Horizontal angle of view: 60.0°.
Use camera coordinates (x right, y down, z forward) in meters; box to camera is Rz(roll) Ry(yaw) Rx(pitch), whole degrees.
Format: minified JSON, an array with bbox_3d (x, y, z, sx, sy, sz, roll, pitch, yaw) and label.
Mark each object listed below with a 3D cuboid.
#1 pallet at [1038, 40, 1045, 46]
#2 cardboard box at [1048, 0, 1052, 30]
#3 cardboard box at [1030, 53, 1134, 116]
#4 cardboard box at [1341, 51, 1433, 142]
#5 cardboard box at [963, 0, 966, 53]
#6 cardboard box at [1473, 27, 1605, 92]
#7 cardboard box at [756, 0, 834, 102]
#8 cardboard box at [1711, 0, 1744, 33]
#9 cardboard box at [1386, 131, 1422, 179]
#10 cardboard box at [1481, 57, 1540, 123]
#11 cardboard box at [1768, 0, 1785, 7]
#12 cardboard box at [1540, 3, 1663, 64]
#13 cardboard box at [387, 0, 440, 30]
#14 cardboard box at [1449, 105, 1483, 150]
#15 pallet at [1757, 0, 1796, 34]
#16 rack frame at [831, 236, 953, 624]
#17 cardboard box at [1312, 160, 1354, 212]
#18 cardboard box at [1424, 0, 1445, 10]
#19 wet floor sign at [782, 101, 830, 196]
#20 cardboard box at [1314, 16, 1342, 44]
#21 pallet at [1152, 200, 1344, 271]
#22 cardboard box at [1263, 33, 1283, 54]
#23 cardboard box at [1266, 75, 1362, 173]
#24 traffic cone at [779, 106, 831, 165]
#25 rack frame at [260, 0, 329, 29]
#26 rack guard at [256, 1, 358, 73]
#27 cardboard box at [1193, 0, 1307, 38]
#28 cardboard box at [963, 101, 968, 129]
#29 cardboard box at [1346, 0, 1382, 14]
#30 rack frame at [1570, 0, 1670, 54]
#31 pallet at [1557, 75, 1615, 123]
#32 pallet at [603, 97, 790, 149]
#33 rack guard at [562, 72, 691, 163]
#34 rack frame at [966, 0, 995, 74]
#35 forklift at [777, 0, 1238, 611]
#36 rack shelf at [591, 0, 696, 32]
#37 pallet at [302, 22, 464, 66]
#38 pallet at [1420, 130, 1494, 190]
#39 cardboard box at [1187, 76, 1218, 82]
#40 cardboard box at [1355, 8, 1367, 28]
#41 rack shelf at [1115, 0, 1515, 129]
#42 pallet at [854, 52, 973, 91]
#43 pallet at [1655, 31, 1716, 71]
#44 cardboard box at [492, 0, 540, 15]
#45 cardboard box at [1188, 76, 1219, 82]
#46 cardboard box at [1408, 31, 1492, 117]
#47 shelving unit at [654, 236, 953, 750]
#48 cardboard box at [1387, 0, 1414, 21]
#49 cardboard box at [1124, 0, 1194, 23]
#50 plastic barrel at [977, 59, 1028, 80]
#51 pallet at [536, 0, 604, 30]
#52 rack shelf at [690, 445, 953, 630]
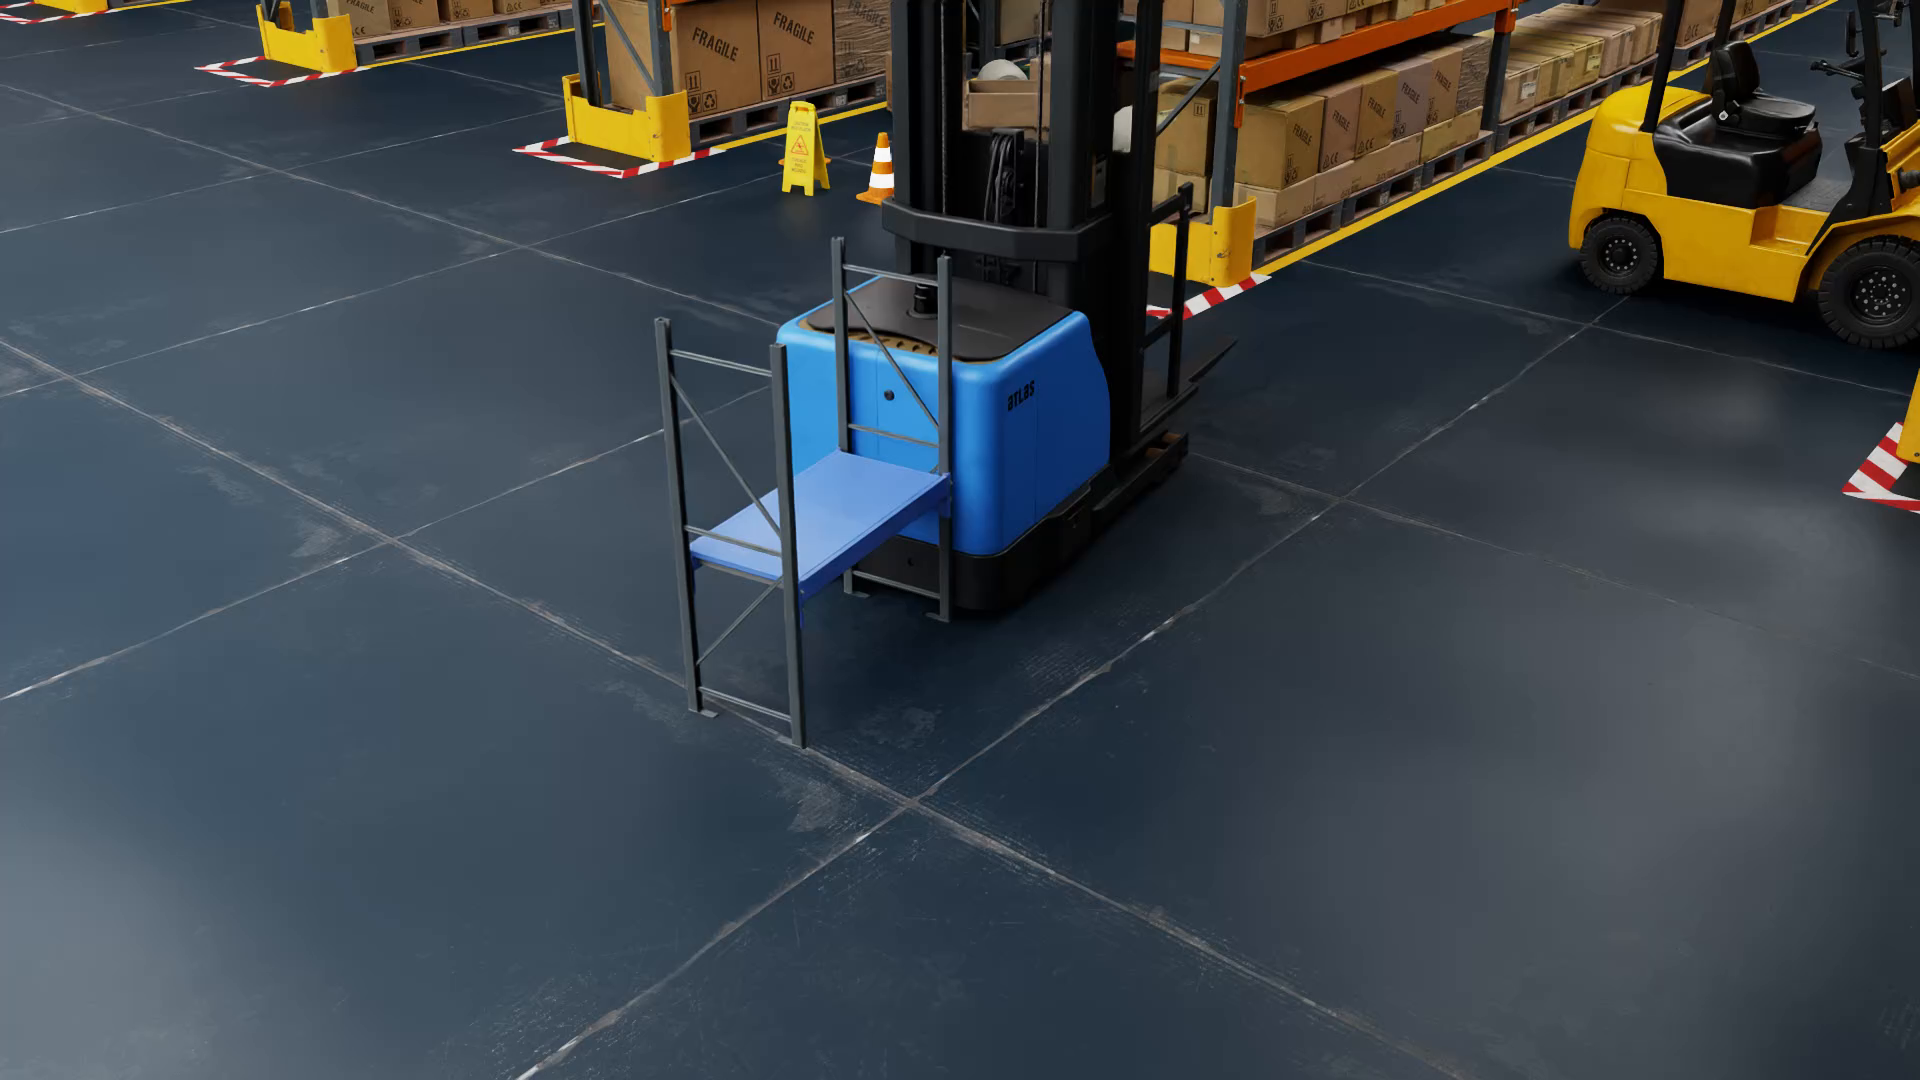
[{"bbox_3d":[1.114,-5.402,17.463,1.003,0.211,1.213,21,34,34],"label":"pallet"},{"bbox_3d":[0.847,-5.685,16.967,1.050,0.750,0.750,21,34,34],"label":"cardboard box"},{"bbox_3d":[0.997,-3.730,13.764,0.797,0.637,0.503,21,34,34],"label":"cardboard box"},{"bbox_3d":[2.974,-3.148,11.790,0.500,0.500,0.500,23,35,37],"label":"cardboard box"},{"bbox_3d":[-0.549,-4.951,15.411,0.875,0.875,0.875,21,34,35],"label":"cardboard box"},{"bbox_3d":[5.016,-4.209,14.524,0.950,0.372,0.625,22,35,36],"label":"cardboard box"},{"bbox_3d":[-1.701,-4.308,14.168,0.875,0.875,0.875,20,34,34],"label":"cardboard box"},{"bbox_3d":[7.407,-5.696,16.852,0.875,0.875,0.875,21,34,35],"label":"cardboard box"},{"bbox_3d":[2.962,-2.806,11.946,0.500,0.250,0.500,21,34,35],"label":"cardboard box"},{"bbox_3d":[4.121,-3.706,13.552,0.950,0.372,0.625,21,34,35],"label":"cardboard box"},{"bbox_3d":[8.545,-6.336,18.088,0.875,0.875,0.875,22,35,36],"label":"cardboard box"},{"bbox_3d":[5.966,-4.740,15.551,0.950,0.372,0.625,18,32,31],"label":"cardboard box"},{"bbox_3d":[-5.638,-5.493,16.866,0.500,0.500,0.500,-18,32,-31],"label":"cardboard box"},{"bbox_3d":[3.620,-3.177,12.662,0.500,0.250,0.500,23,35,37],"label":"cardboard box"},{"bbox_3d":[8.445,-5.802,18.236,1.003,0.211,1.213,21,34,34],"label":"pallet"},{"bbox_3d":[-0.253,-0.397,6.384,0.500,1.500,0.032,15,31,26],"label":"rack frame"},{"bbox_3d":[2.302,-2.431,11.220,0.500,0.250,0.500,22,35,36],"label":"cardboard box"},{"bbox_3d":[3.176,-3.824,11.651,0.380,0.149,0.250,20,34,34],"label":"cardboard box"},{"bbox_3d":[-1.130,-2.858,12.072,0.267,0.644,0.232,15,31,26],"label":"wet floor sign"},{"bbox_3d":[2.198,-3.271,10.581,0.380,0.149,0.250,21,34,35],"label":"cardboard box"},{"bbox_3d":[1.837,-2.148,11.172,1.003,0.211,1.213,21,34,34],"label":"pallet"},{"bbox_3d":[1.770,-3.124,10.297,0.380,0.149,0.250,21,34,35],"label":"cardboard box"},{"bbox_3d":[2.315,-2.780,11.079,0.500,0.500,0.500,19,33,33],"label":"cardboard box"},{"bbox_3d":[-1.206,-3.139,12.814,0.336,0.463,0.334,21,34,34],"label":"traffic cone"},{"bbox_3d":[-6.402,-5.978,15.541,1.000,3.000,0.127,21,34,34],"label":"rack frame"},{"bbox_3d":[-6.354,-4.895,16.167,1.175,0.500,0.348,21,34,34],"label":"rack guard"},{"bbox_3d":[1.760,-3.345,10.019,0.500,0.500,0.500,20,34,34],"label":"cardboard box"},{"bbox_3d":[0.233,-3.549,13.821,0.258,0.266,0.396,-21,34,-35],"label":"cardboard box"},{"bbox_3d":[2.410,-3.711,10.726,0.500,0.500,0.500,20,33,33],"label":"cardboard box"},{"bbox_3d":[6.333,-5.918,15.425,1.000,3.000,0.127,21,34,34],"label":"rack frame"},{"bbox_3d":[5.059,-3.972,14.699,1.003,0.211,1.213,21,34,34],"label":"pallet"},{"bbox_3d":[-2.191,-3.560,13.902,1.003,0.211,1.213,21,34,34],"label":"pallet"},{"bbox_3d":[-2.654,-3.374,13.227,1.175,0.500,0.348,21,34,34],"label":"rack guard"},{"bbox_3d":[-0.095,-5.911,15.411,1.000,3.000,0.127,21,34,34],"label":"rack frame"},{"bbox_3d":[0.433,-1.663,7.275,1.130,2.935,3.031,15,31,26],"label":"forklift"},{"bbox_3d":[-1.367,-4.882,14.206,1.077,0.370,4.000,21,34,34],"label":"rack shelf"},{"bbox_3d":[-5.810,-5.044,16.771,1.003,0.211,1.213,21,34,34],"label":"pallet"},{"bbox_3d":[3.389,-3.013,12.844,1.003,0.211,1.213,21,34,34],"label":"pallet"},{"bbox_3d":[1.883,-2.926,11.361,0.500,0.500,0.500,22,35,36],"label":"cardboard box"},{"bbox_3d":[2.459,-3.483,10.992,0.380,0.149,0.250,22,35,36],"label":"cardboard box"},{"bbox_3d":[2.517,-3.471,11.478,1.077,0.370,4.000,21,34,34],"label":"rack shelf"},{"bbox_3d":[-0.639,-4.425,15.575,1.003,0.211,1.213,21,34,34],"label":"pallet"},{"bbox_3d":[6.893,-4.937,16.564,1.003,0.211,1.213,21,34,34],"label":"pallet"},{"bbox_3d":[-4.836,-5.894,17.642,0.500,0.500,0.500,17,32,30],"label":"cardboard box"},{"bbox_3d":[1.735,-3.178,11.142,0.380,0.149,0.250,22,35,36],"label":"cardboard box"},{"bbox_3d":[3.620,-3.510,12.490,0.500,0.500,0.500,20,34,34],"label":"cardboard box"},{"bbox_3d":[-0.507,-0.194,5.994,0.538,1.500,1.048,15,31,26],"label":"shelving unit"},{"bbox_3d":[2.855,-3.640,11.296,0.380,0.149,0.250,21,34,35],"label":"cardboard box"},{"bbox_3d":[1.377,-3.531,10.379,0.500,0.500,0.500,20,33,34],"label":"cardboard box"},{"bbox_3d":[0.367,-3.916,14.359,0.421,0.421,0.512,-5,28,-9],"label":"plastic barrel"},{"bbox_3d":[-4.258,-5.909,18.443,1.003,0.211,1.213,21,34,34],"label":"pallet"},{"bbox_3d":[-0.507,-0.035,6.076,0.538,0.185,1.000,15,31,26],"label":"rack shelf"}]
